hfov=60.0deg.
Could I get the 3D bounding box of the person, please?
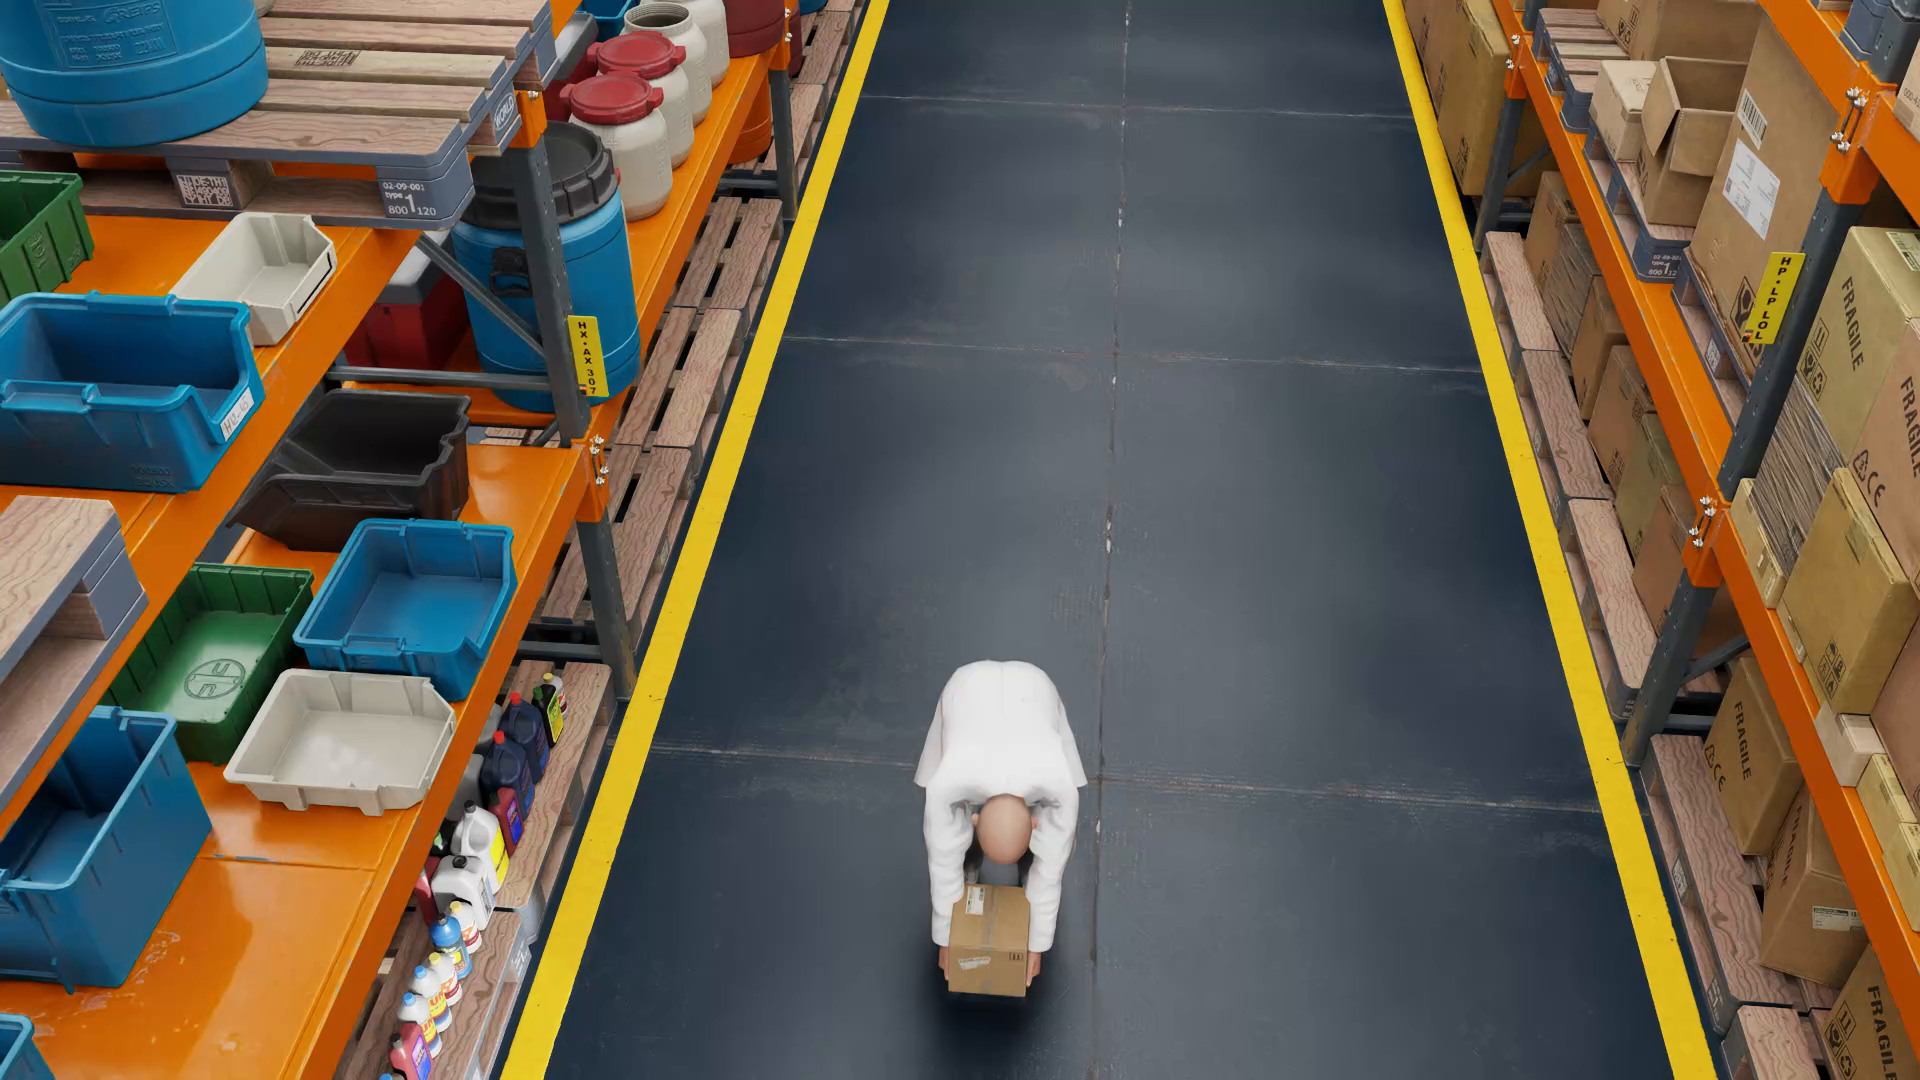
[{"bbox_3d":[0.131,0.962,5.575,0.592,1.047,0.943,1,40,2],"label":"person"}]
